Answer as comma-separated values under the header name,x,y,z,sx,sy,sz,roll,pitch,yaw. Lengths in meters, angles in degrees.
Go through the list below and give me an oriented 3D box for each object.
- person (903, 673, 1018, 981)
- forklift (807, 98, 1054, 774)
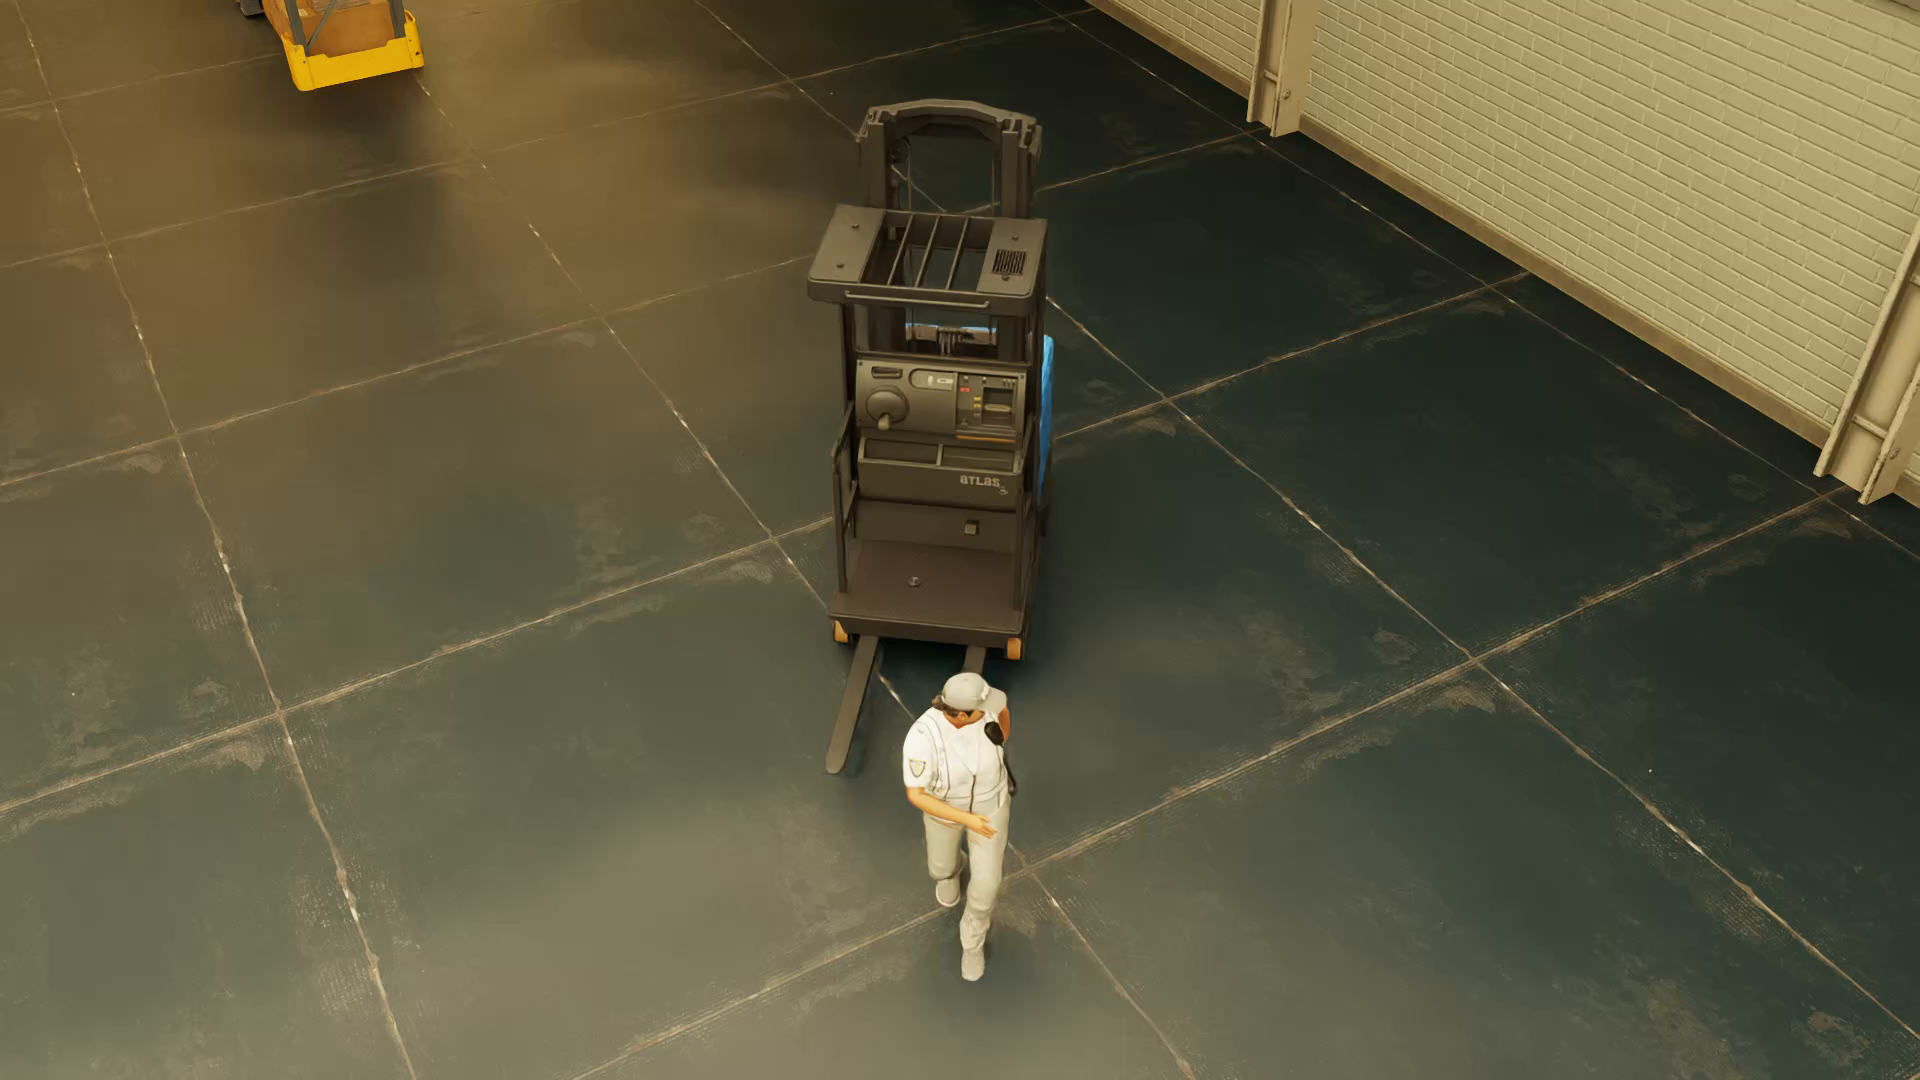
name,x,y,z,sx,sy,sz,roll,pitch,yaw
person,0.007,1.223,7.647,0.524,1.645,0.850,-3,40,-3
forklift,-0.134,-0.687,8.864,1.130,2.935,3.031,5,40,6
